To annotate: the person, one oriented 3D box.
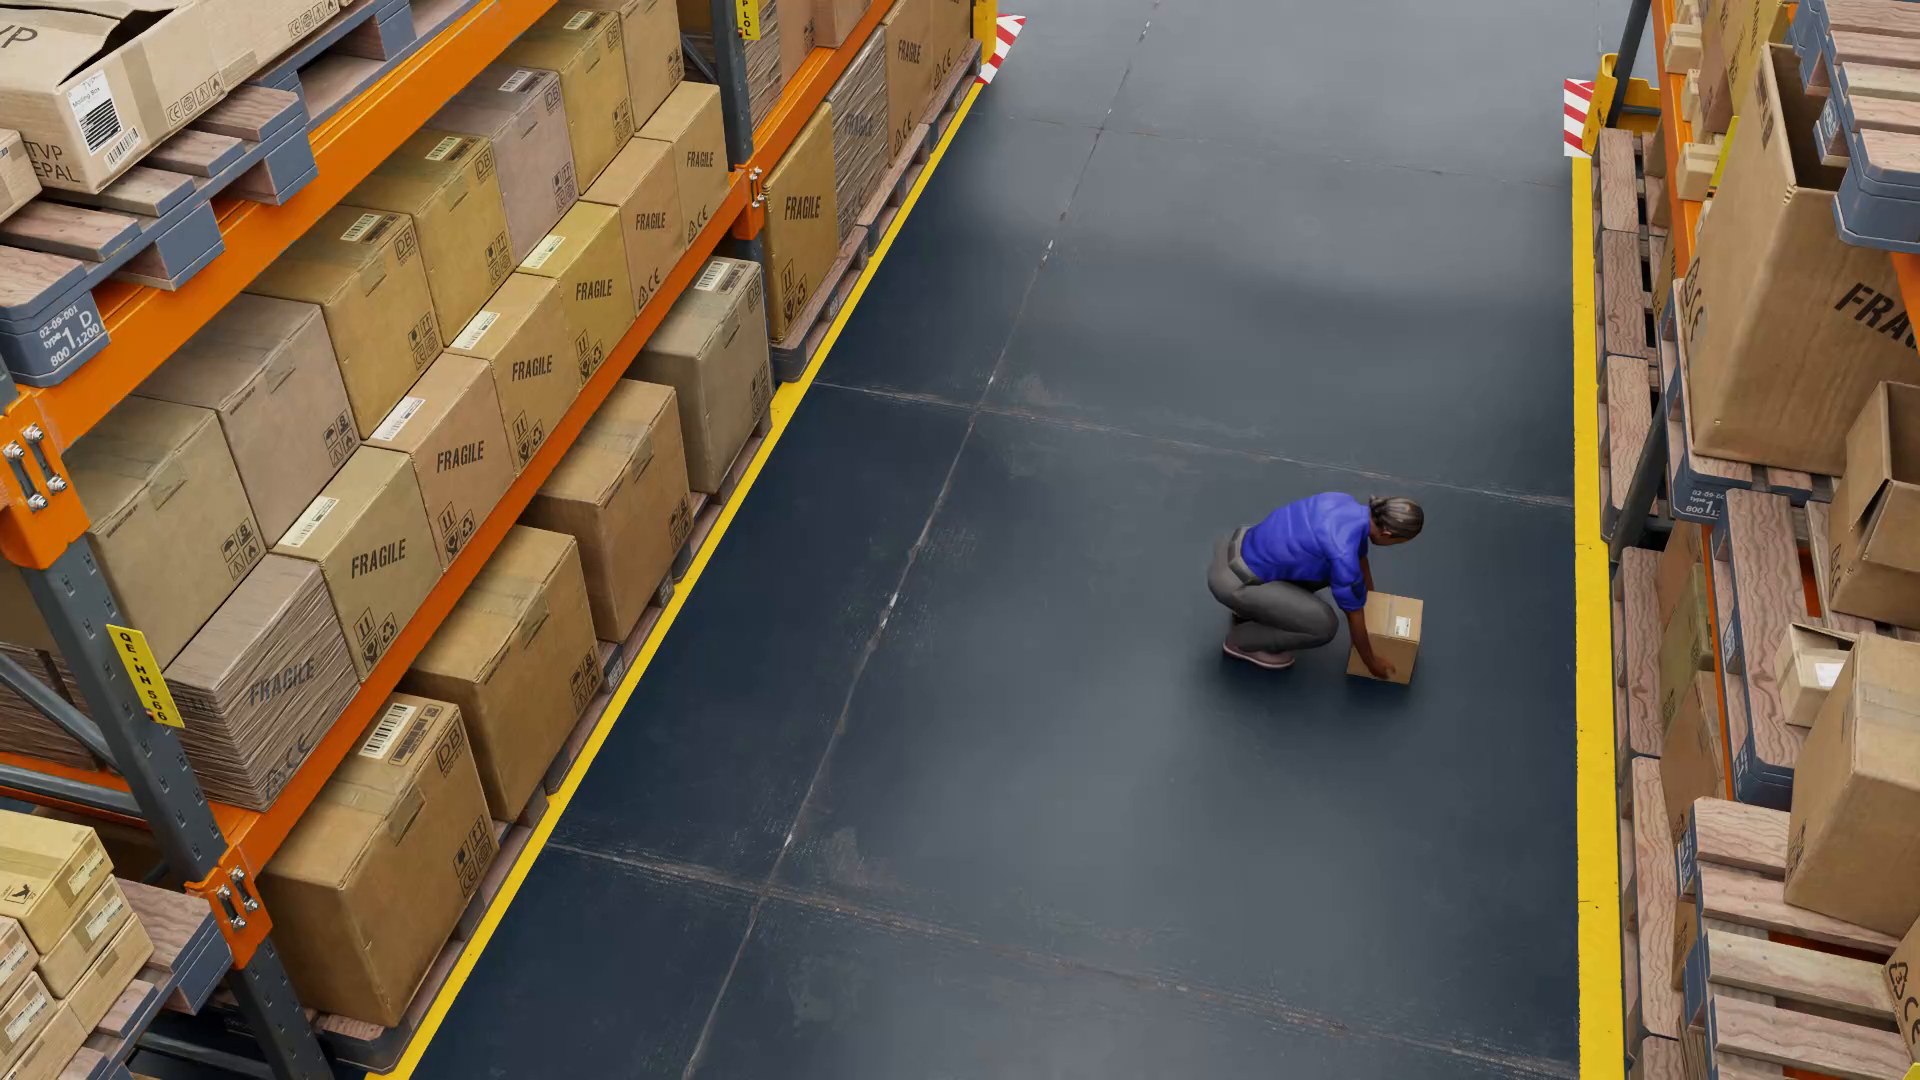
[{"bbox_3d":[1.408,0.133,6.676,0.813,0.810,0.480,10,42,11],"label":"person"}]
